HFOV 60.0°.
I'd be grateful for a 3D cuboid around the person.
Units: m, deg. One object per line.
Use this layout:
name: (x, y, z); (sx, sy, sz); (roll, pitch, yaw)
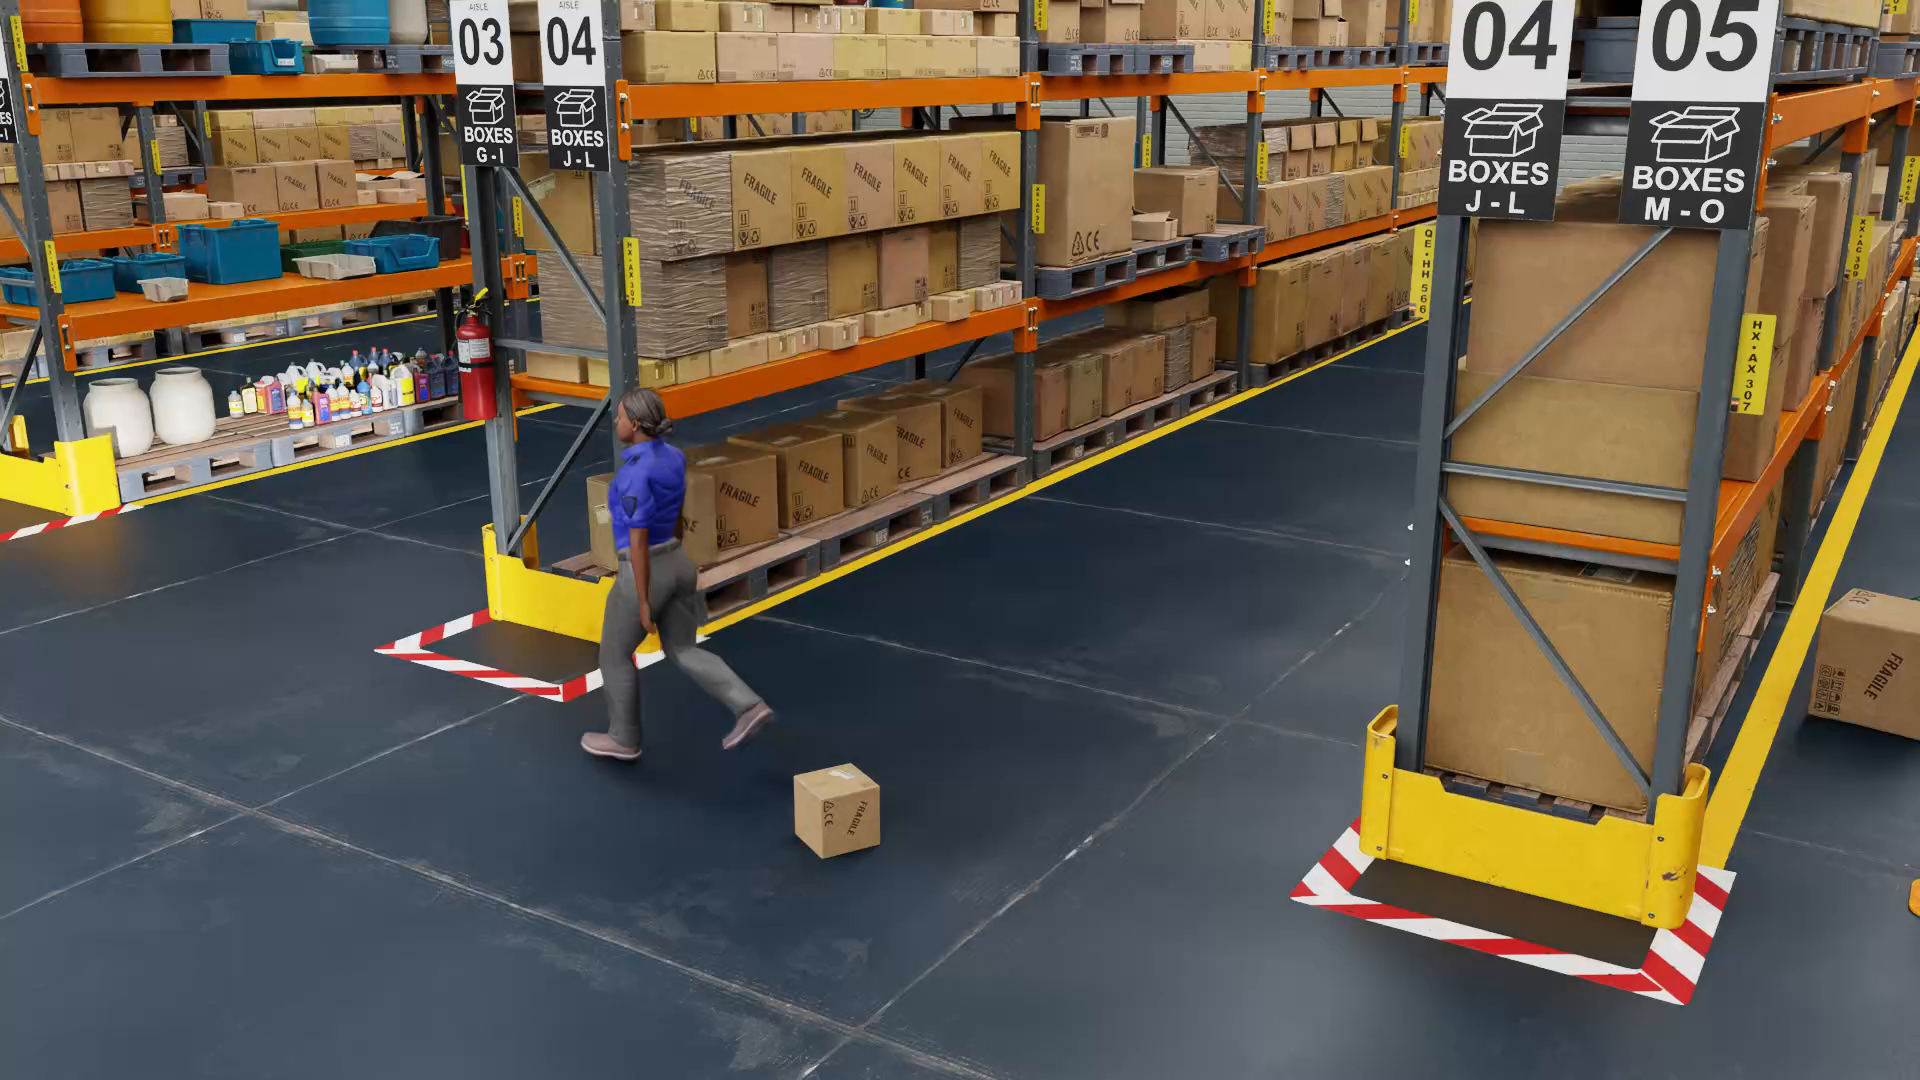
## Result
person: (-1.233, 0.165, 6.946); (0.866, 1.613, 0.438); (7, 18, 23)
